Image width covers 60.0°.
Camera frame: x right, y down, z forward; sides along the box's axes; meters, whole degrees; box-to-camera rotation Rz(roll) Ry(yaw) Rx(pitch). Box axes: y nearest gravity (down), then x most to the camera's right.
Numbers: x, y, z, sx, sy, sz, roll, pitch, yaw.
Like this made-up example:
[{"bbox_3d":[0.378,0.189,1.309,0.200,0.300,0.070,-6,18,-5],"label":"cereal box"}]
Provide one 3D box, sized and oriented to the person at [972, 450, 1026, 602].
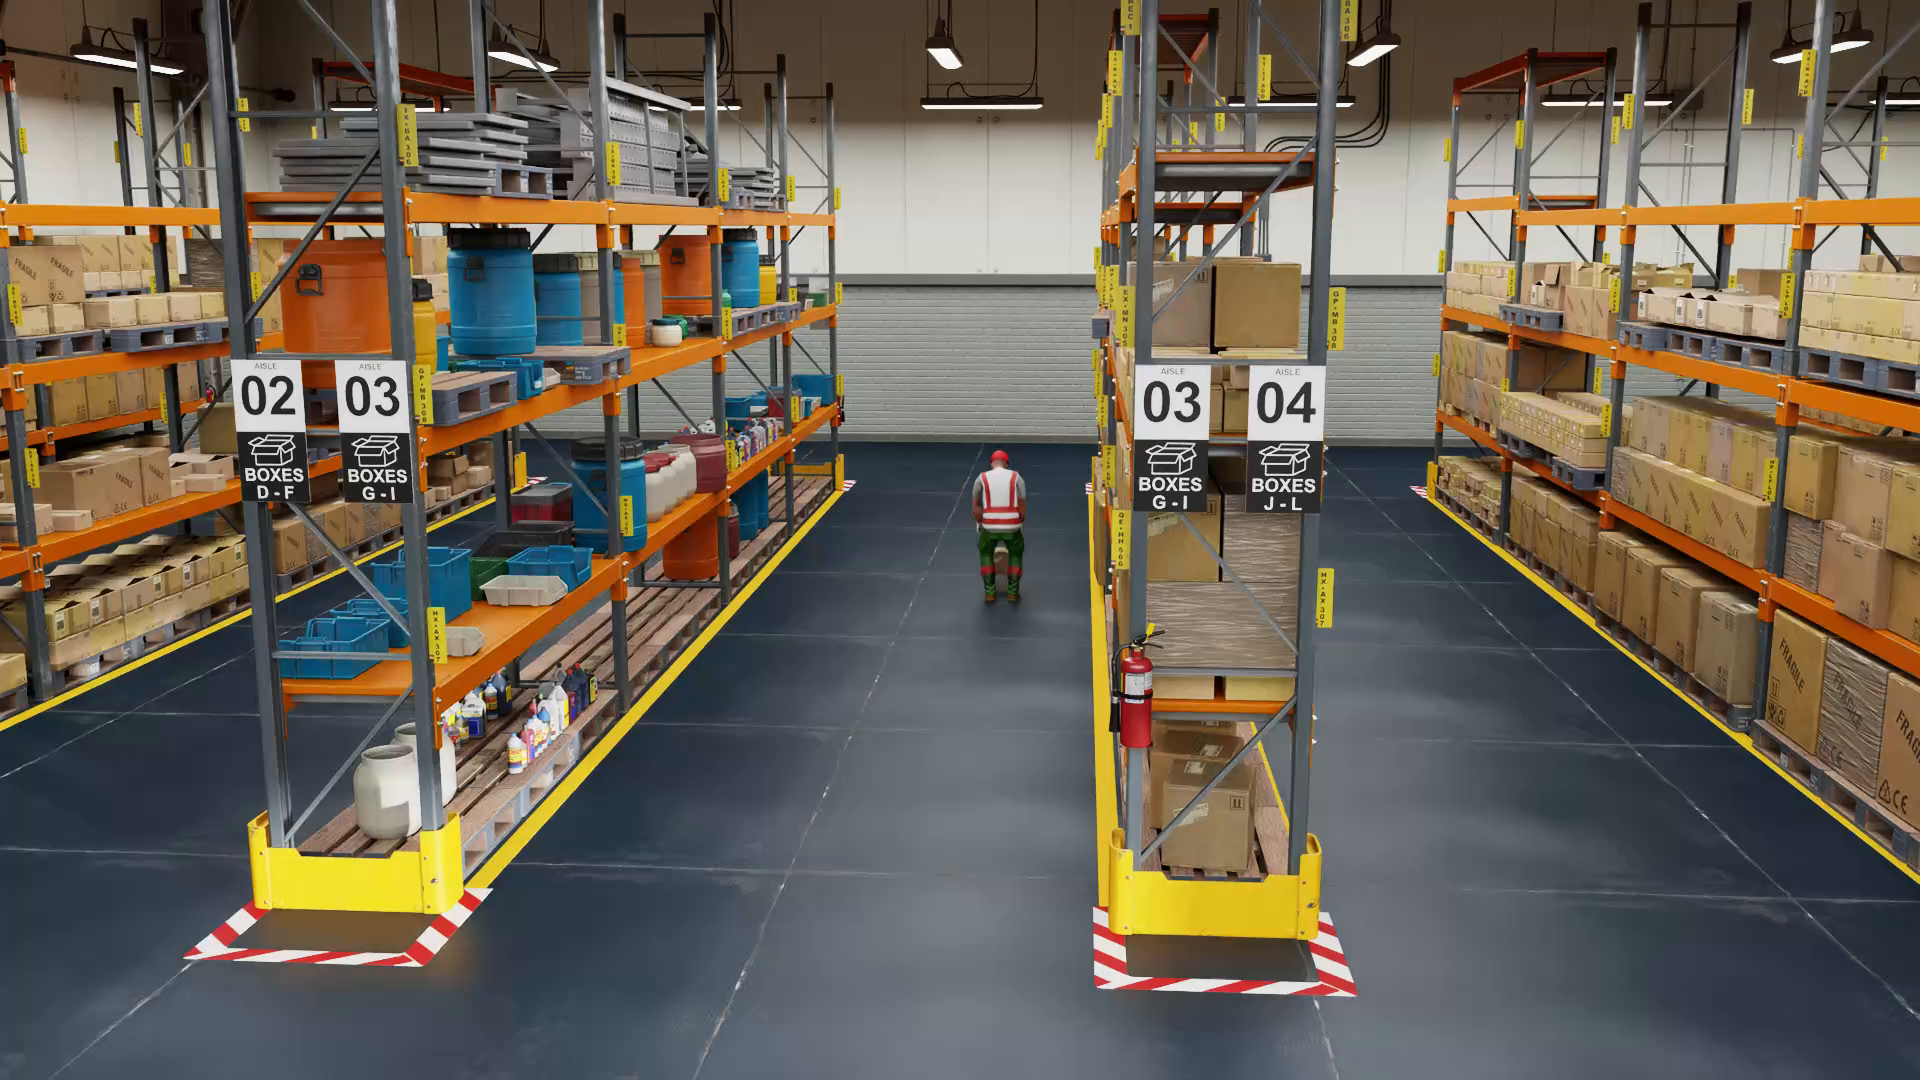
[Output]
[{"bbox_3d":[0.412,-0.150,17.728,0.575,1.580,0.647,1,11,4],"label":"person"}]
